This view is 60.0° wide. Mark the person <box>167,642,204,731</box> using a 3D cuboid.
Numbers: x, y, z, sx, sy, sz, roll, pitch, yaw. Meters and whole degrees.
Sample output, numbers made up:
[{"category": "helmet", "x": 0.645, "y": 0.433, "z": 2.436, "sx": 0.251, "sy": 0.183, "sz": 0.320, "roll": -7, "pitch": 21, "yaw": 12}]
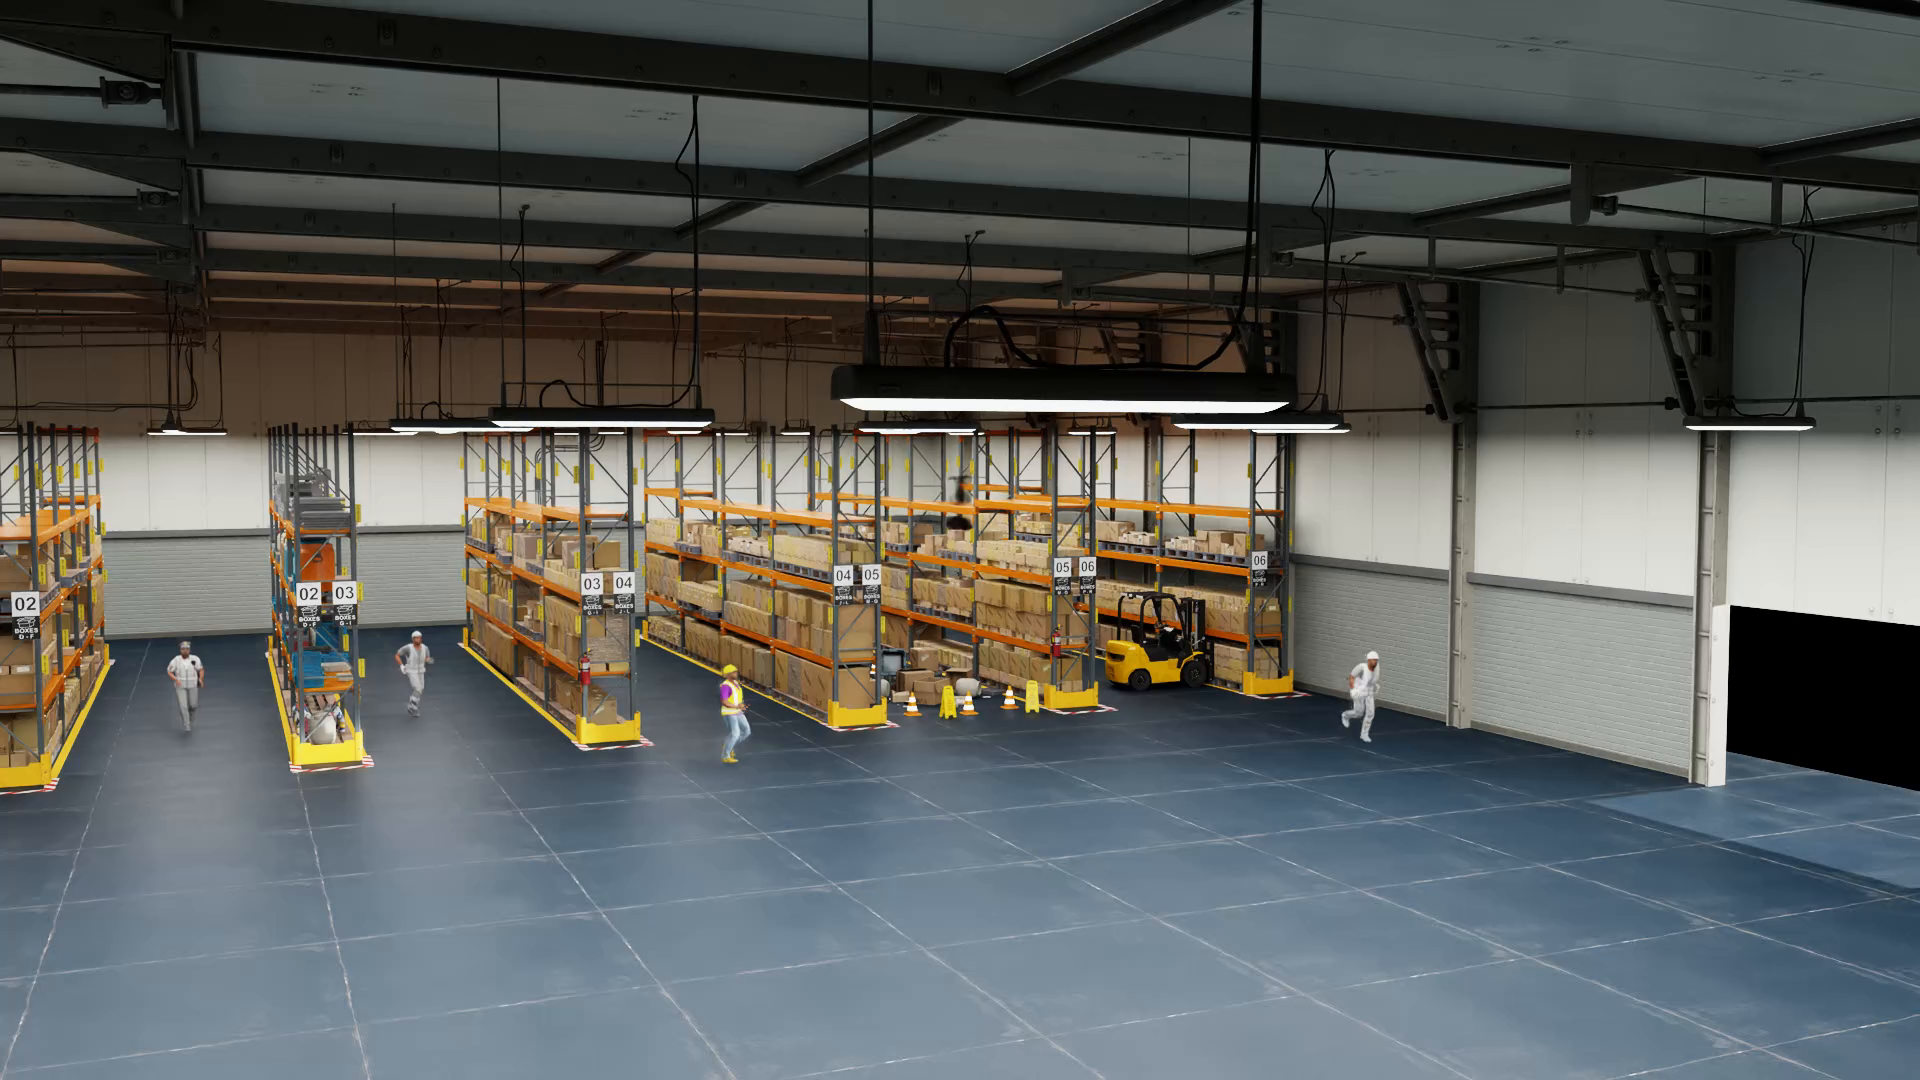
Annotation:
[{"category": "person", "x": -15.228, "y": 2.864, "z": 32.728, "sx": 0.665, "sy": 1.746, "sz": 0.559, "roll": -2, "pitch": 4, "yaw": -30}]

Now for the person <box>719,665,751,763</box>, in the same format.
[{"category": "person", "x": -3.966, "y": 3.062, "z": 29.371, "sx": 0.582, "sy": 1.728, "sz": 0.737, "roll": 1, "pitch": 4, "yaw": 16}]

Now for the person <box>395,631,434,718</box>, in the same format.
[{"category": "person", "x": -11.164, "y": 2.762, "z": 34.123, "sx": 0.767, "sy": 1.792, "sz": 0.656, "roll": 3, "pitch": 5, "yaw": 41}]

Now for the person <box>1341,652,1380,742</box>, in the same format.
[{"category": "person", "x": 7.655, "y": 2.951, "z": 31.738, "sx": 0.682, "sy": 1.719, "sz": 0.935, "roll": -2, "pitch": 4, "yaw": -33}]
